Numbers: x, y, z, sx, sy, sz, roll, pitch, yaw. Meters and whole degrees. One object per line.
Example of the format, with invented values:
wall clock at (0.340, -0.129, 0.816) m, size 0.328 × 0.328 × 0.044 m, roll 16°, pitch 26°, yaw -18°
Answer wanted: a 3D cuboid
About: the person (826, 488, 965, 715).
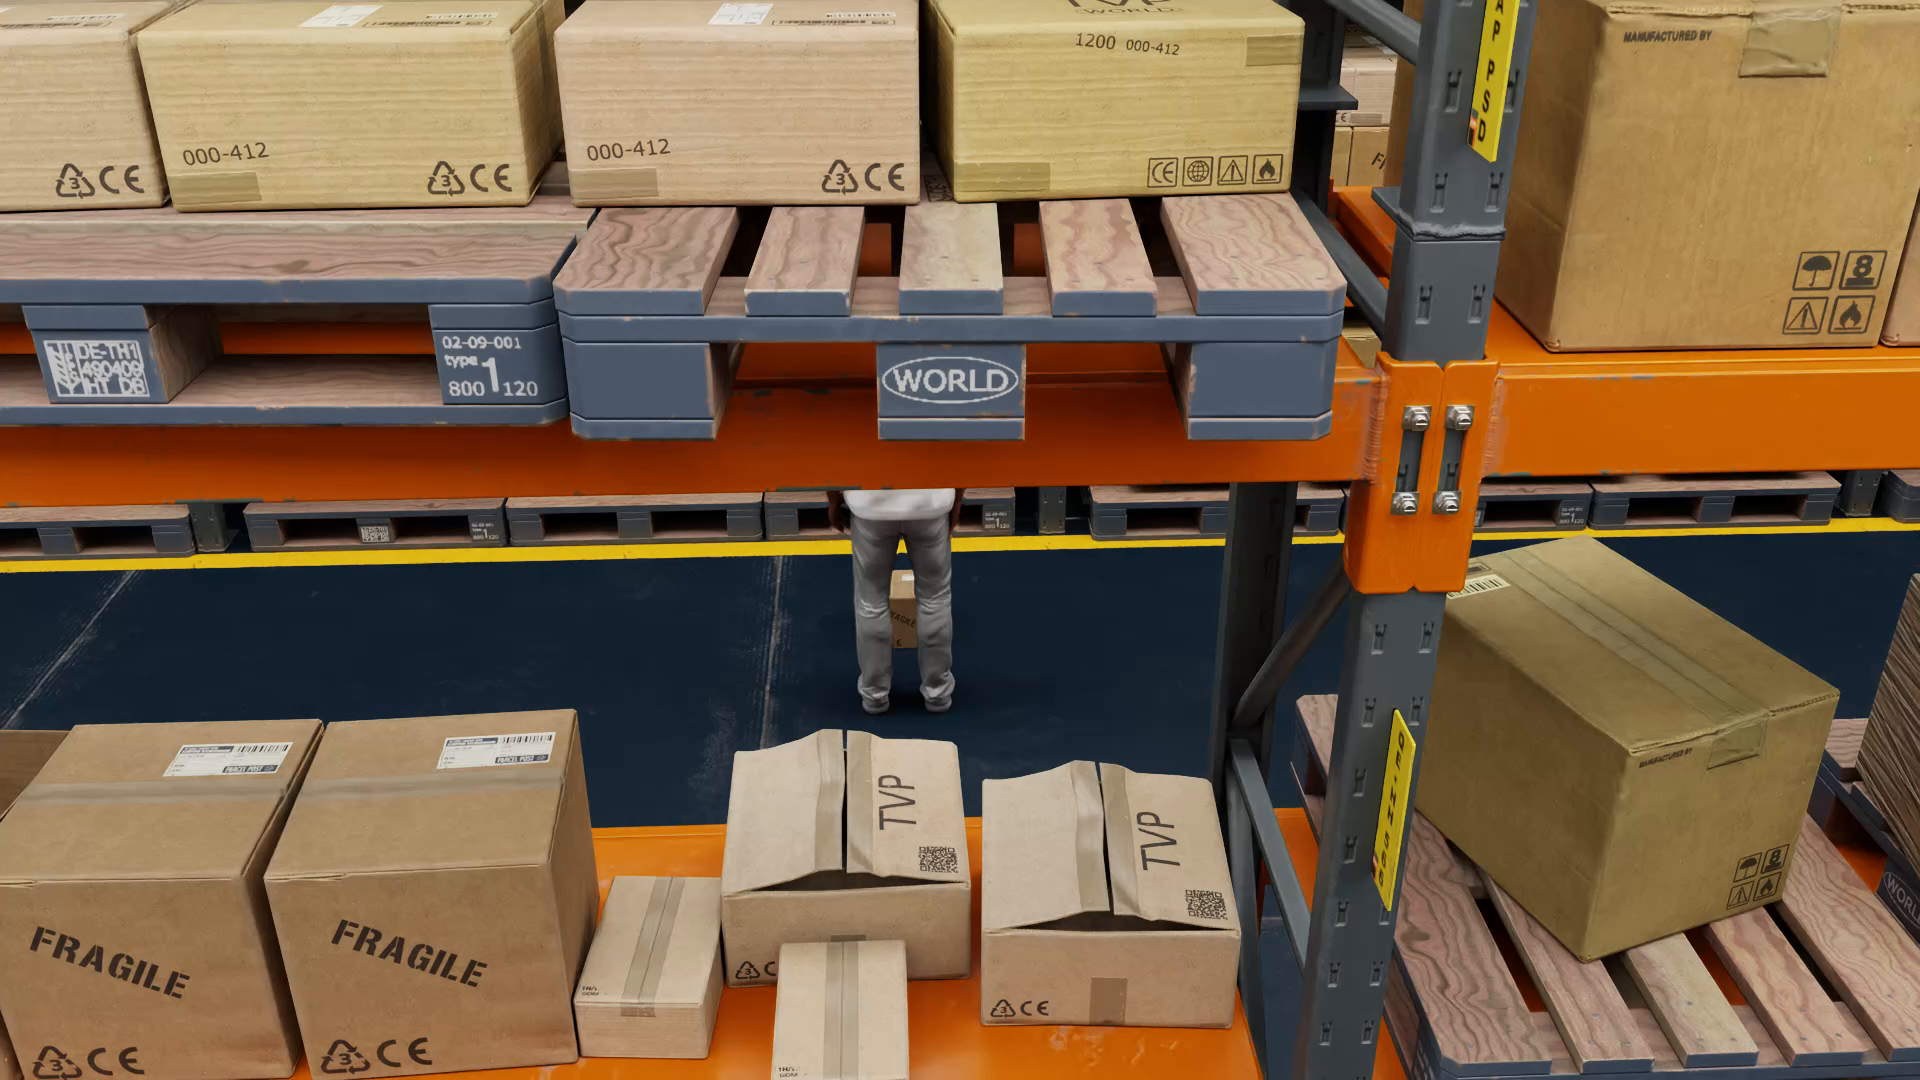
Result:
person at (-0.246, -0.141, 6.372) m, size 0.568 × 1.759 × 0.368 m, roll -1°, pitch 27°, yaw -2°
